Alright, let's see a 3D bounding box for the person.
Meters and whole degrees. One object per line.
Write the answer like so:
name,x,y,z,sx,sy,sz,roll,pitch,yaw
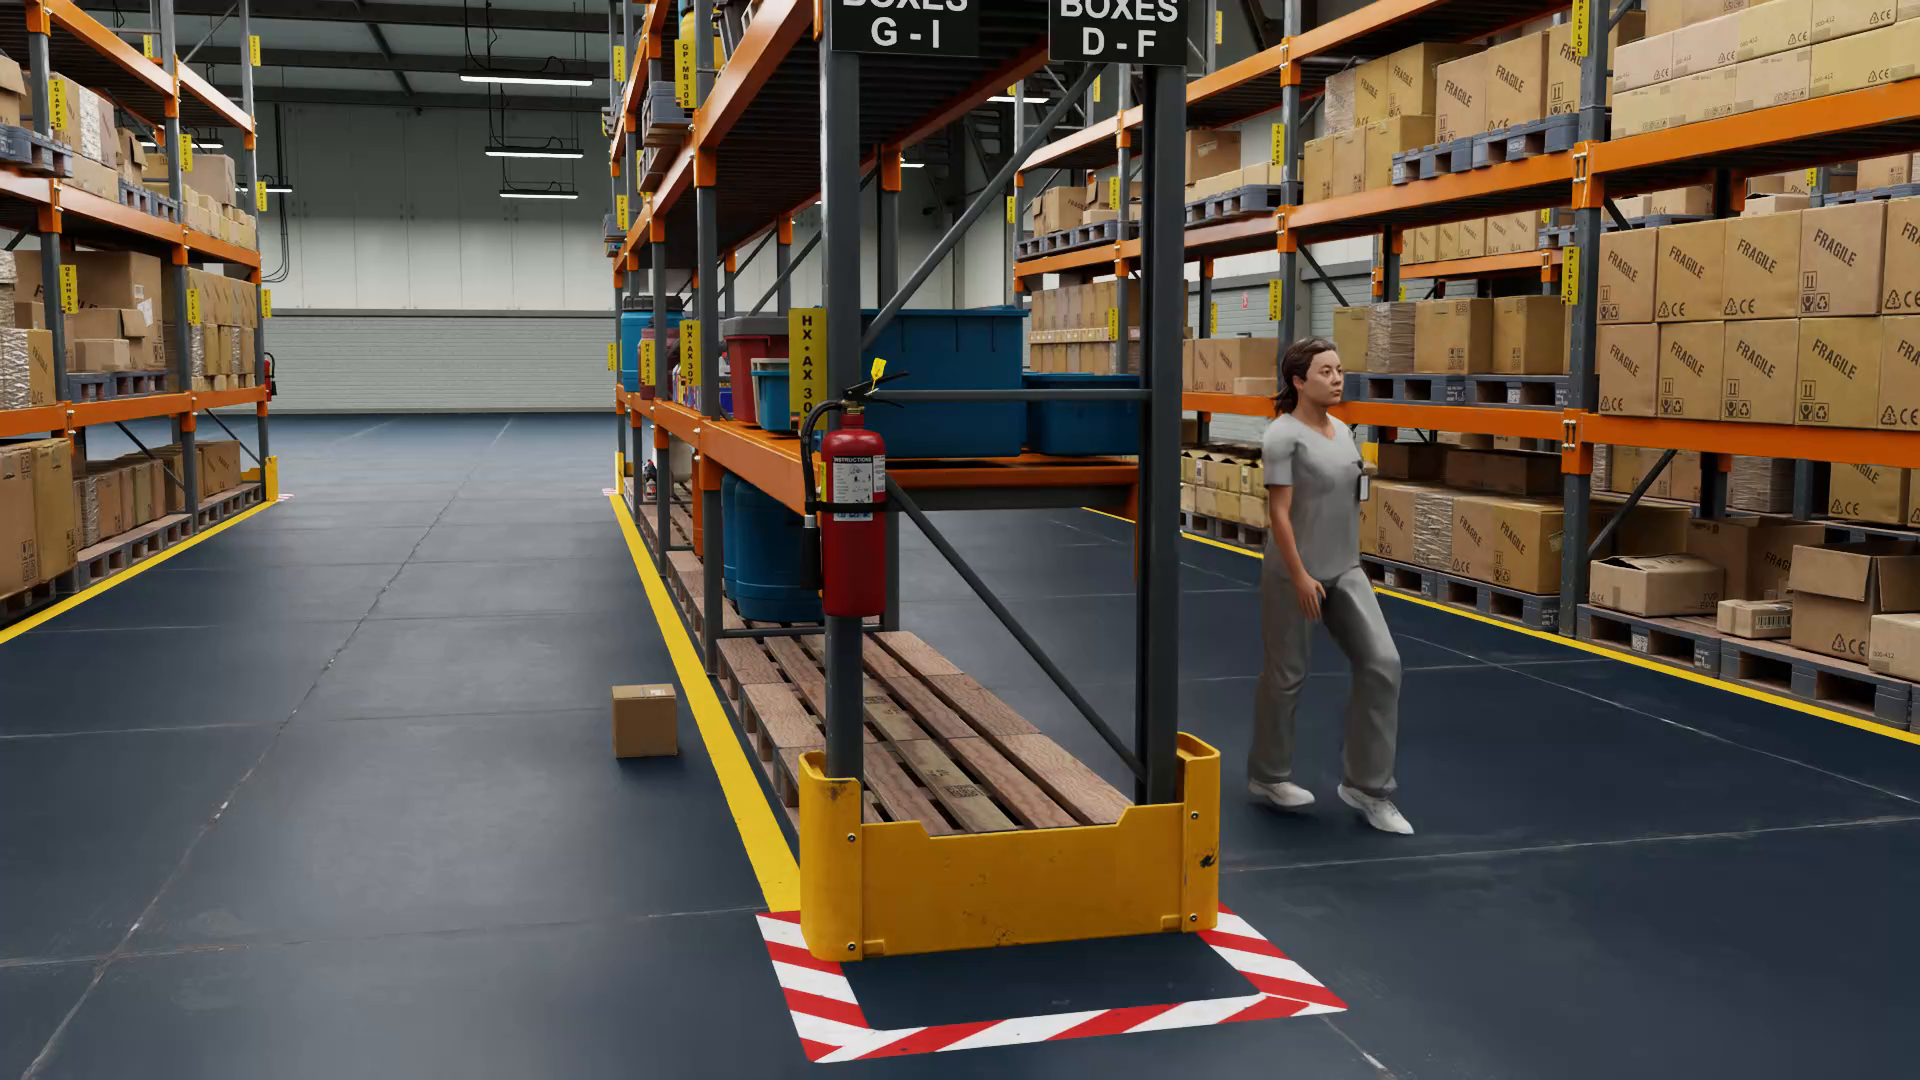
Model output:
person,1.238,0.159,5.765,0.451,1.710,0.622,-4,7,-31
